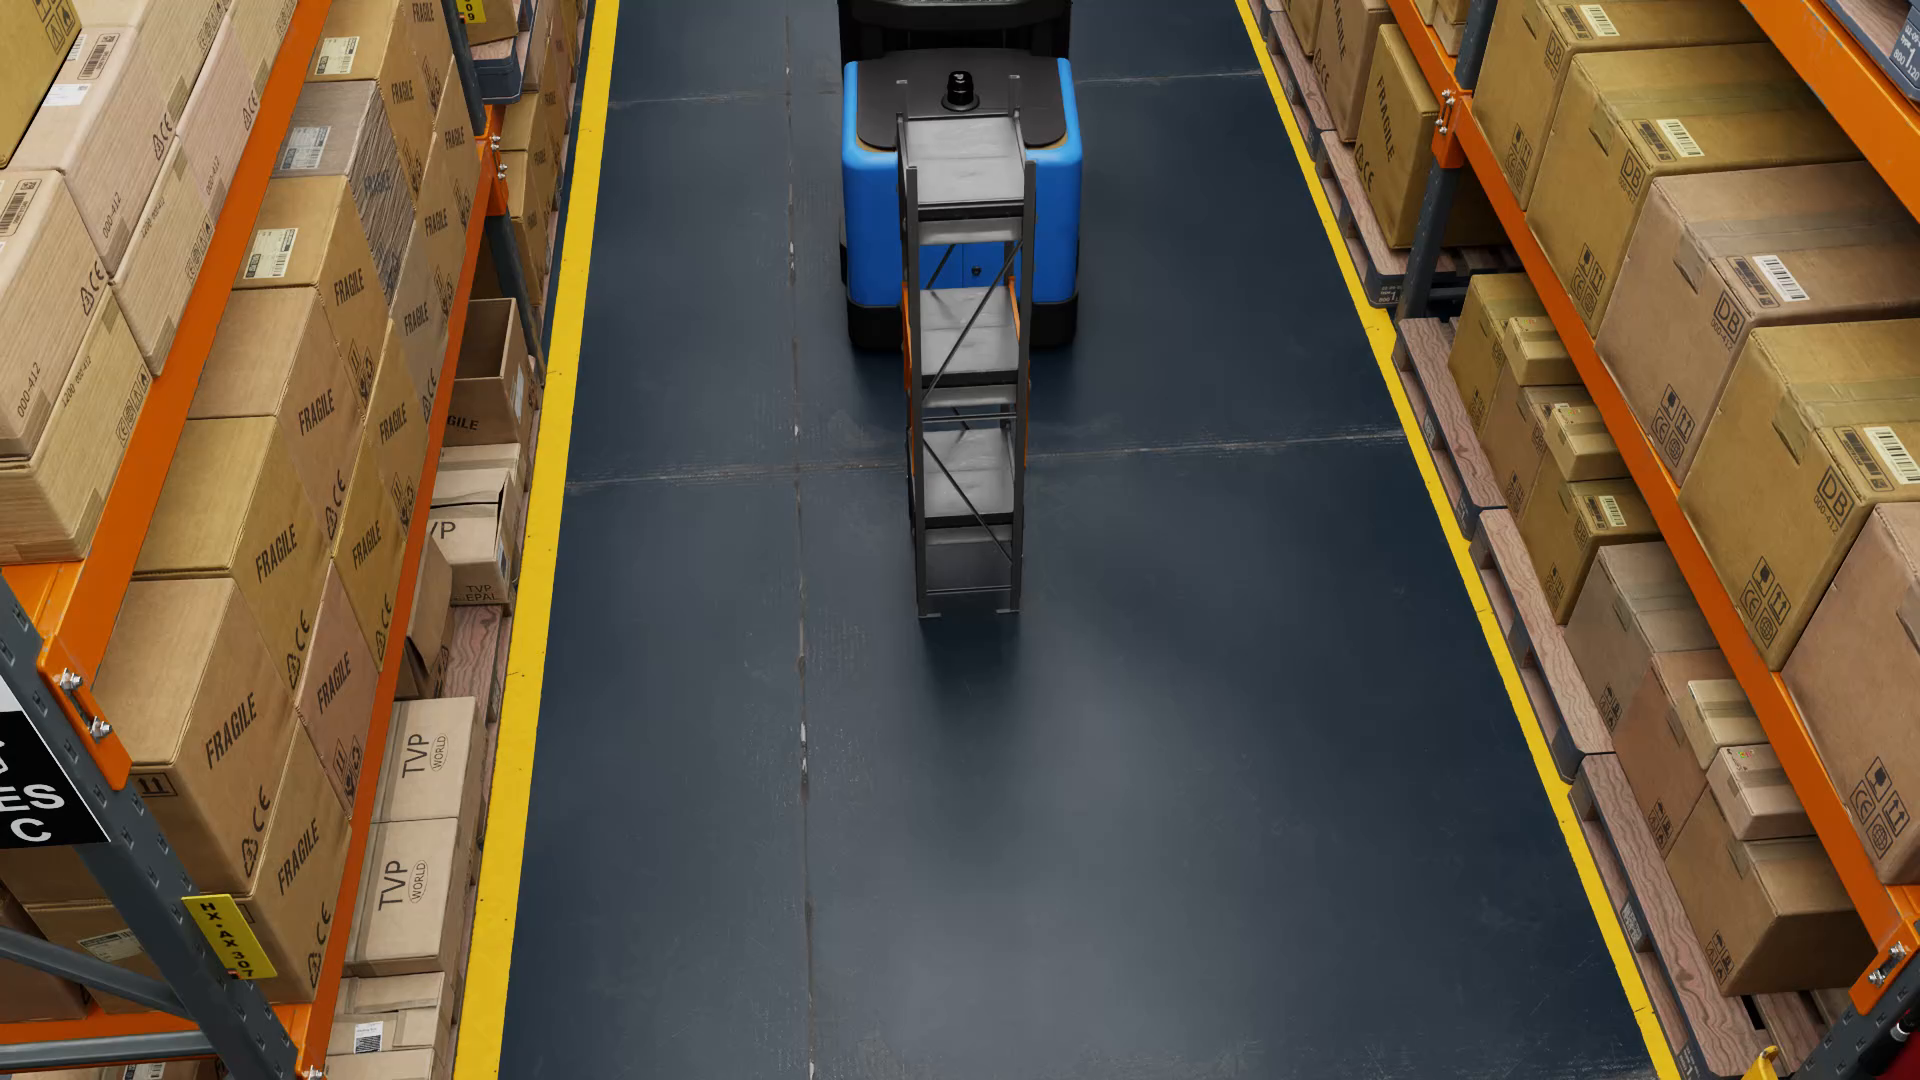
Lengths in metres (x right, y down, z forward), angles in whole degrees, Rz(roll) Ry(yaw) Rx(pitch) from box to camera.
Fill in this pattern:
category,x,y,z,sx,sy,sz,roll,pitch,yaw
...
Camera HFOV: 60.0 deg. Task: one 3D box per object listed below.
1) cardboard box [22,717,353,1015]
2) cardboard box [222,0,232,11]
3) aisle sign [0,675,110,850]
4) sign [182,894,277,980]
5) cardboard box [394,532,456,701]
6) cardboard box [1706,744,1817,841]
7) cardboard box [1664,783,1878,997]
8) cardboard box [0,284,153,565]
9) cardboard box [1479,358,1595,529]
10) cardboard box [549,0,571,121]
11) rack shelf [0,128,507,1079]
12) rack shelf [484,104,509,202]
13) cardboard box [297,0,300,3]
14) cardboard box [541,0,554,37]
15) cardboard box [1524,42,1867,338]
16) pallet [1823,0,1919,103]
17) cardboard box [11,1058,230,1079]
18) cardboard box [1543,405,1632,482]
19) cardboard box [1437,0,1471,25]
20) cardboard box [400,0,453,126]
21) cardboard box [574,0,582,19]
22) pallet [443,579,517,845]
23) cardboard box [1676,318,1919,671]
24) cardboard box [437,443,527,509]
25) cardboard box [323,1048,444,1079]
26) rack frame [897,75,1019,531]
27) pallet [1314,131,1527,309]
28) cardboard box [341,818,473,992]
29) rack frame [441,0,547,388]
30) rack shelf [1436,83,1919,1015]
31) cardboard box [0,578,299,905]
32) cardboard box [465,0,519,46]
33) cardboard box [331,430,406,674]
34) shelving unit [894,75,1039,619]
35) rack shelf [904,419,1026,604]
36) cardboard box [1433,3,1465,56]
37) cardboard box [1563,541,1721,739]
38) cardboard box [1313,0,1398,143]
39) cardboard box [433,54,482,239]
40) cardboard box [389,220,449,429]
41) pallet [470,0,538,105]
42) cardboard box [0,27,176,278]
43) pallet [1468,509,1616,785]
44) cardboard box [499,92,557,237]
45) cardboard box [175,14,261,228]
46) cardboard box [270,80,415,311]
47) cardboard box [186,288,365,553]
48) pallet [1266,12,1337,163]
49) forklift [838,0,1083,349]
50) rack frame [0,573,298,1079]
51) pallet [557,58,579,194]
category,x,y,z,sx,sy,sz,roll,pitch,yaw
cardboard box,-1.827,0.785,4.009,0.500,0.500,0.500,-3,47,-2
cardboard box,-1.957,-1.469,3.905,0.500,0.250,0.500,-3,47,-3
aisle sign,-1.755,0.294,2.752,0.394,0.787,0.004,-3,47,-3
sign,-1.512,0.825,3.443,0.100,0.325,0.005,-3,47,-3
cardboard box,-2.225,0.328,5.926,0.797,0.503,0.637,-3,47,-3
cardboard box,2.532,0.762,5.084,0.380,0.149,0.250,-4,47,-4
cardboard box,2.725,1.067,5.242,0.700,0.500,0.500,-3,47,-3
cardboard box,-1.843,-0.211,3.058,0.500,0.250,0.500,-3,47,-3
cardboard box,2.547,-0.416,6.647,0.700,0.500,0.500,-4,47,-4
cardboard box,-2.317,-2.508,8.614,0.500,0.500,0.500,-5,47,-5
rack shelf,-2.220,-0.044,5.357,1.077,0.370,4.000,-3,47,-3
rack shelf,-2.555,-2.938,8.098,1.077,0.370,4.000,-3,47,-3
cardboard box,-2.000,-1.659,4.429,0.500,0.250,0.500,-3,47,-3
cardboard box,-2.312,-2.739,8.317,0.500,0.250,0.500,-4,47,-4
cardboard box,2.633,-1.223,5.772,0.980,0.700,0.700,-5,47,-4
pallet,2.705,-1.570,4.302,1.003,0.211,1.213,-3,47,-3
cardboard box,-2.344,1.486,4.832,0.500,0.500,0.500,-3,47,-3
cardboard box,2.399,-0.366,6.153,0.380,0.149,0.250,-5,47,-4
cardboard box,2.258,-2.504,6.905,0.500,0.500,0.500,-4,47,-4
cardboard box,-2.087,-1.766,5.736,0.500,0.500,0.500,-3,47,-3
cardboard box,-2.410,-3.261,9.328,0.500,0.500,0.500,-2,47,-2
pallet,-2.226,0.603,6.171,1.003,0.211,1.213,-3,47,-3
cardboard box,2.758,-0.145,4.751,0.980,0.700,0.700,-4,47,-4
cardboard box,-1.966,-0.246,6.714,0.380,0.149,0.250,-3,47,-3
cardboard box,-1.746,1.661,4.908,0.380,0.149,0.250,-3,47,-3
rack frame,-0.007,-0.779,6.178,0.400,2.100,0.015,-3,47,-3
pallet,2.409,-1.637,8.291,1.003,0.211,1.213,-3,47,-3
cardboard box,-1.858,1.178,5.296,0.500,0.250,0.500,-3,47,-3
rack frame,-2.388,-1.738,6.467,1.000,3.000,0.127,-3,47,-3
rack shelf,2.716,-0.347,5.645,1.077,0.370,4.000,-3,47,-3
cardboard box,-1.827,0.441,3.646,0.500,0.500,0.500,-2,47,-2
cardboard box,-2.205,-2.273,6.615,0.700,0.500,0.500,-18,49,-16
cardboard box,-1.915,0.048,4.706,0.500,0.500,0.500,-4,47,-3
shelving unit,0.014,-0.602,6.011,0.431,2.100,0.503,-3,47,-3
rack shelf,0.014,-0.112,6.529,0.431,0.518,0.480,-3,47,-3
cardboard box,2.238,-2.190,7.054,0.380,0.149,0.250,-3,47,-3
cardboard box,2.640,0.341,5.930,0.700,0.500,0.500,-5,47,-5
cardboard box,2.287,-2.552,8.429,0.750,0.750,0.750,-2,47,-2
cardboard box,-2.090,-1.426,6.103,0.500,0.500,0.500,-3,47,-3
cardboard box,-2.000,-0.682,5.398,0.500,0.500,0.500,-3,47,-2
pallet,-2.346,-2.257,7.090,1.003,0.211,1.213,-3,47,-3
cardboard box,-1.871,-0.746,3.220,0.500,0.250,0.500,-3,47,-3
pallet,2.639,0.357,6.403,1.003,0.211,1.213,-3,47,-3
cardboard box,-2.241,-1.780,7.925,0.500,0.500,0.500,-3,47,-3
cardboard box,-1.915,-0.935,3.744,0.500,0.250,0.500,-3,47,-3
cardboard box,-2.000,-1.031,5.039,0.500,0.500,0.500,-3,47,-3
cardboard box,-1.916,-0.299,4.347,0.500,0.500,0.500,-3,47,-3
pallet,2.303,-2.521,9.129,1.003,0.211,1.213,-3,47,-3
forklift,-0.034,-2.943,7.655,1.130,2.935,3.031,-1,47,-1
rack frame,-2.053,1.156,3.726,1.000,3.000,0.127,-3,47,-3
pallet,-2.599,-2.250,8.872,1.003,0.211,1.213,-3,47,-3
